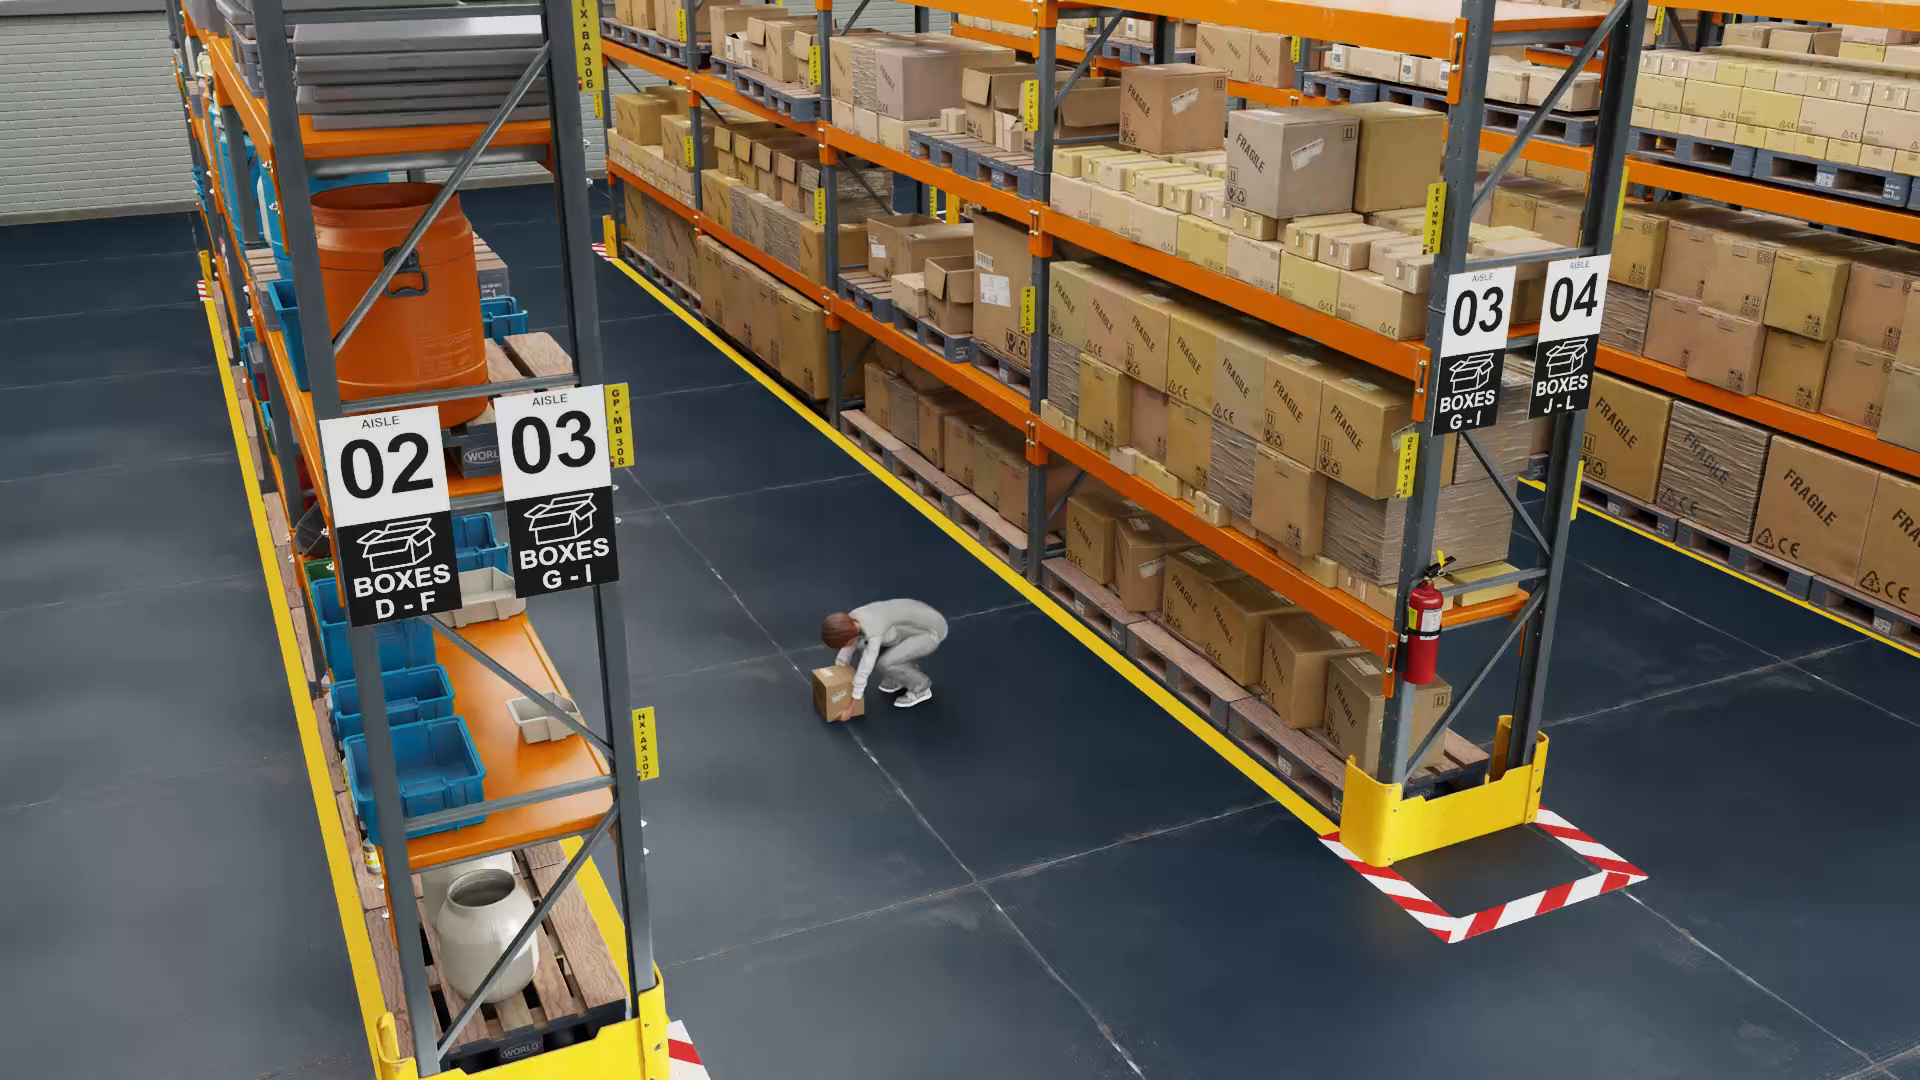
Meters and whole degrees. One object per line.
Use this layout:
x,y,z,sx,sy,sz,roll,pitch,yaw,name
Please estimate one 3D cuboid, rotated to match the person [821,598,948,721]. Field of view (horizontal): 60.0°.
-4.312,-5.079,17.530,24.670,6.018,19.451,-11,25,-25,person
